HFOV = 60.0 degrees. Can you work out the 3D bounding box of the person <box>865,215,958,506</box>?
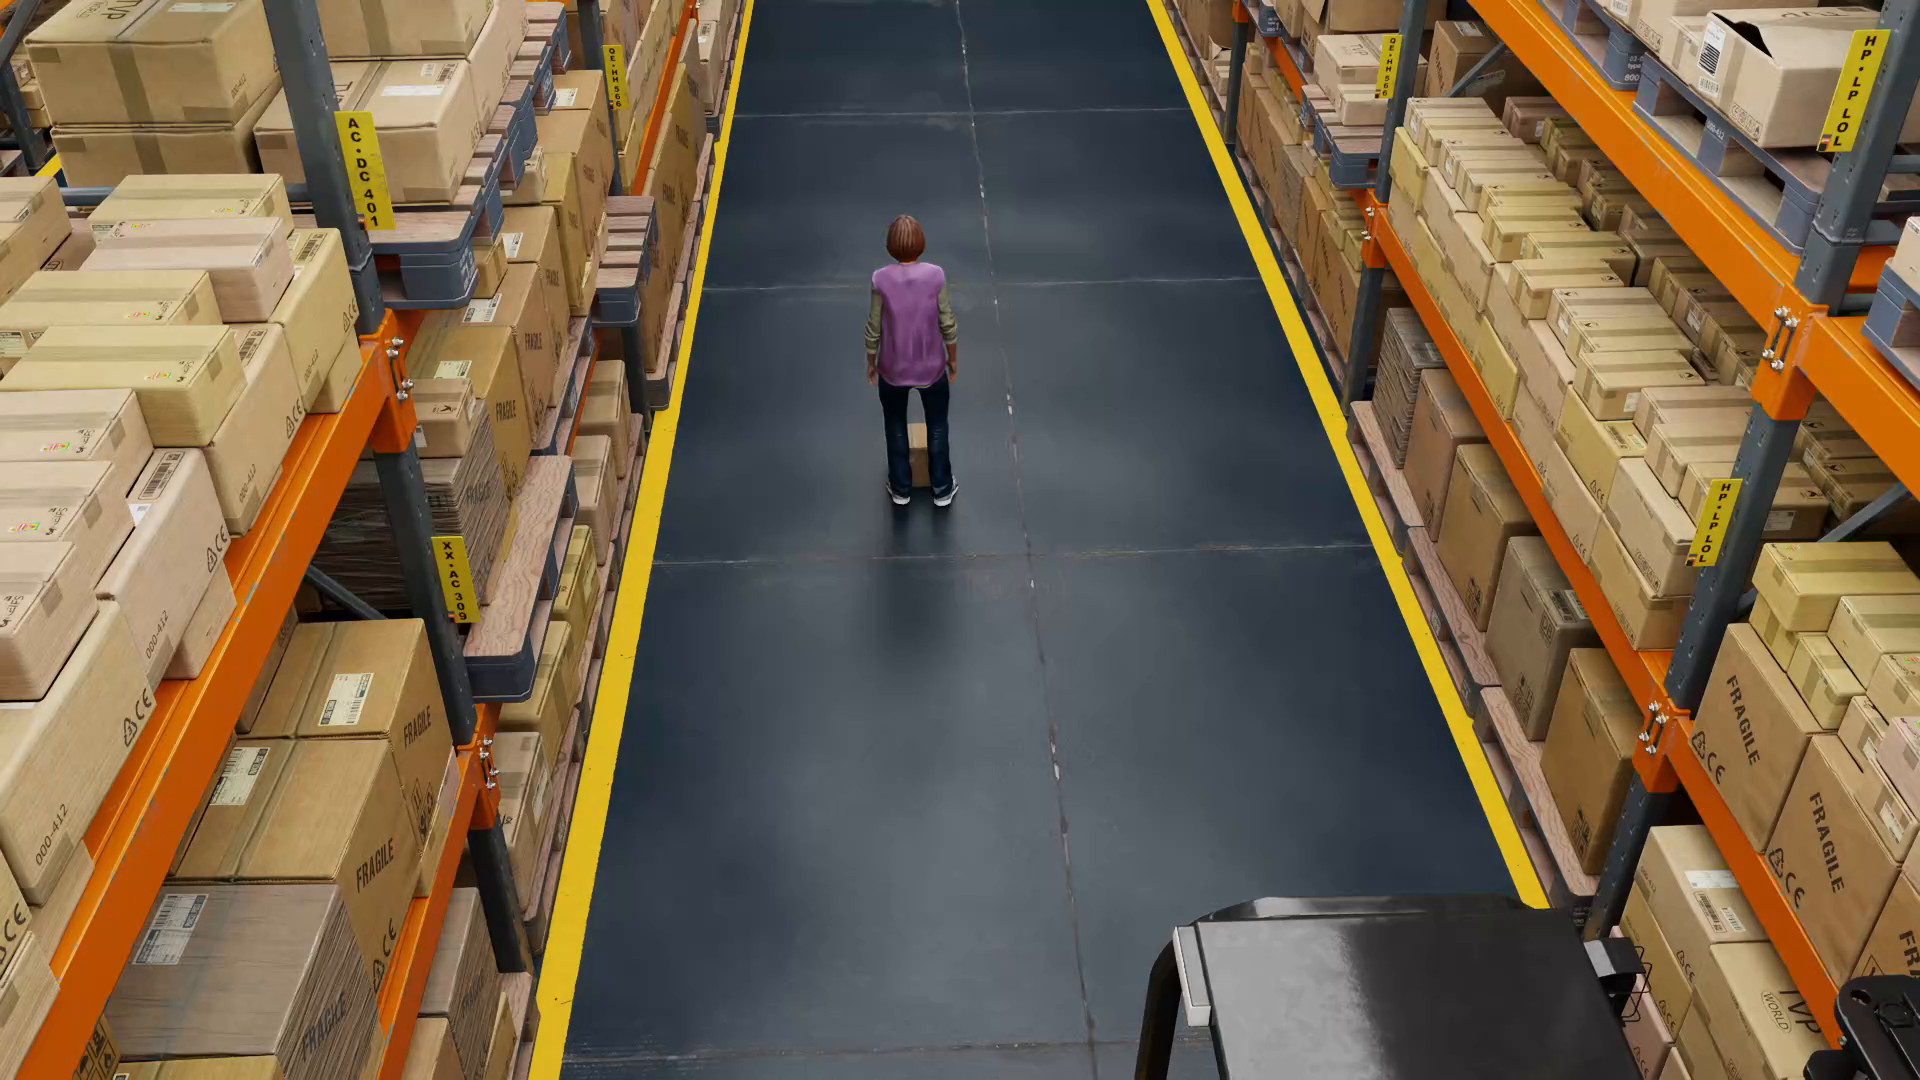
[{"bbox_3d":[-0.241,-0.873,8.414,0.470,1.593,0.366,-2,36,-3],"label":"person"}]
